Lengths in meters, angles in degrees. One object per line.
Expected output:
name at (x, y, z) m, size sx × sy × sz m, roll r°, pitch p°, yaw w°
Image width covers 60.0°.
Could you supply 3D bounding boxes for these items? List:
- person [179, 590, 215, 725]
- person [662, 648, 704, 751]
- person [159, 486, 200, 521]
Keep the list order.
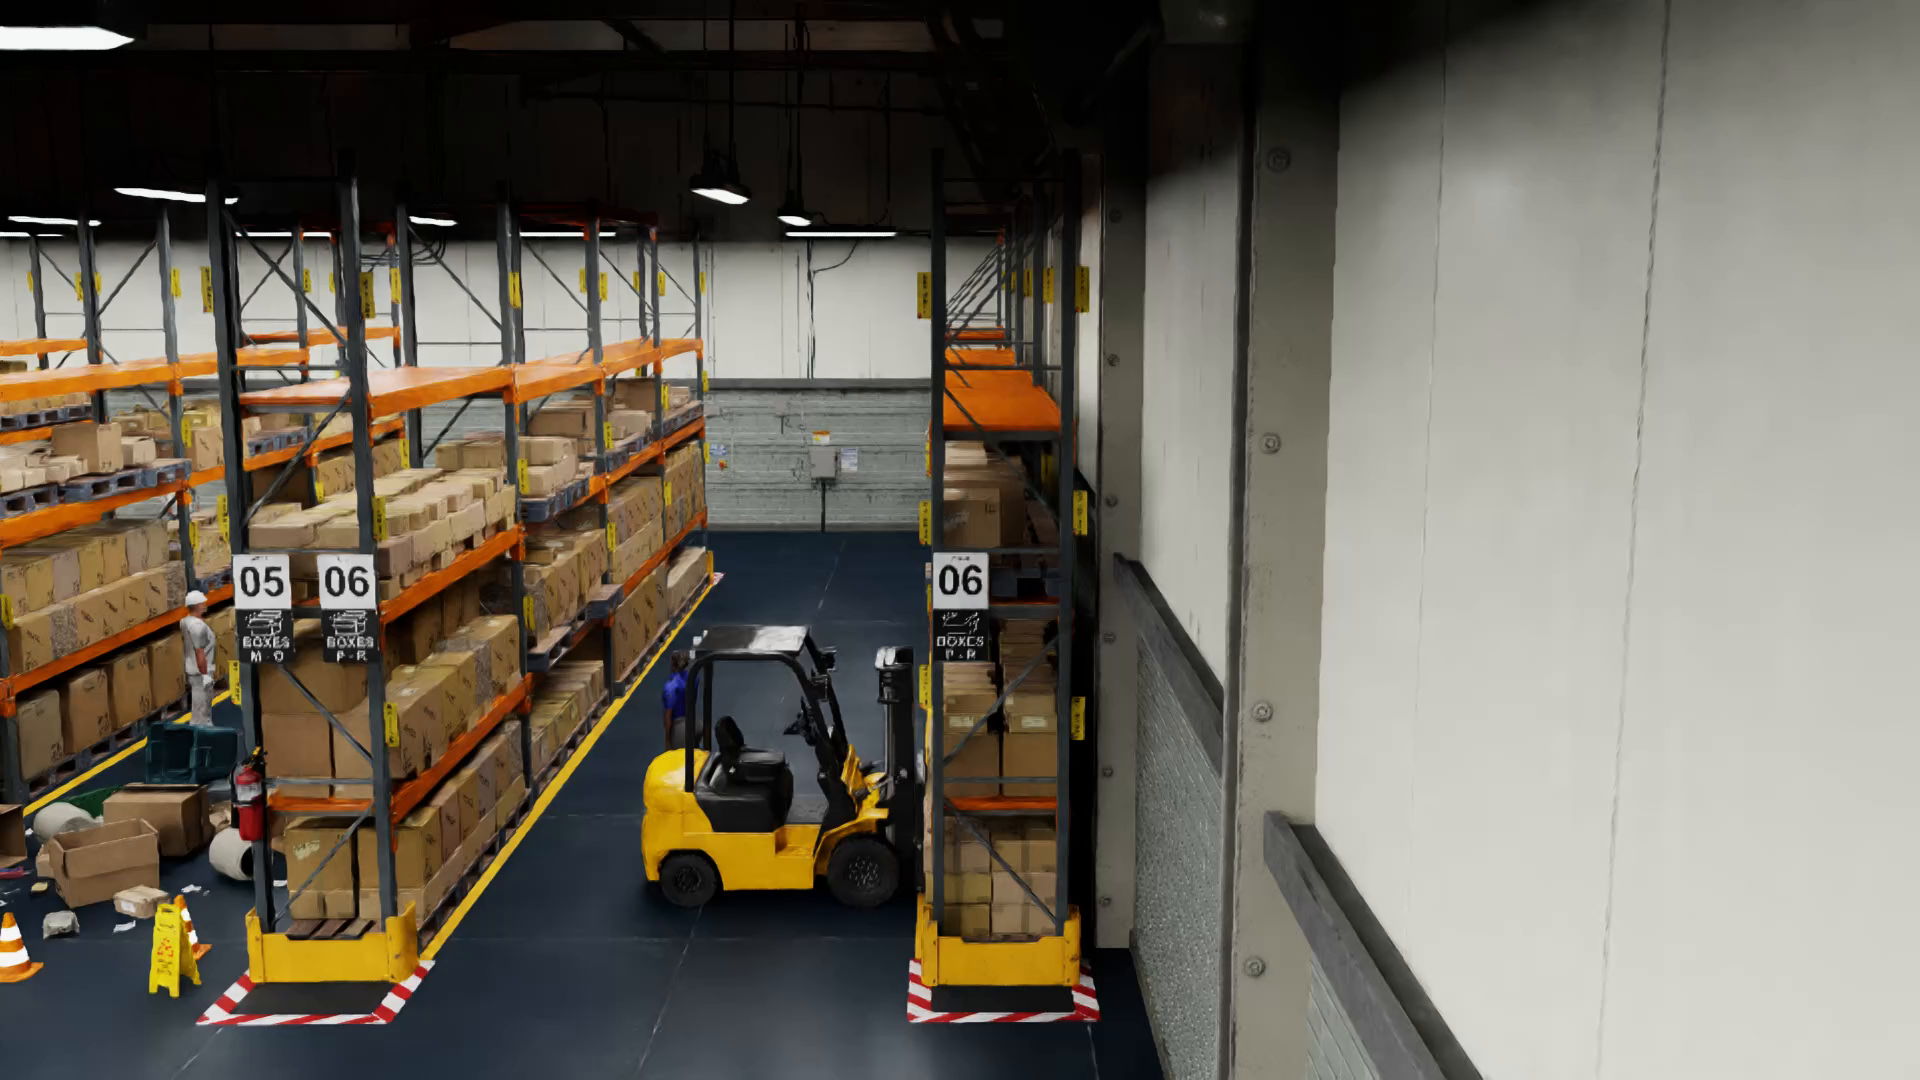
person at (-8.109, 1.423, 17.871) m, size 0.442 × 1.792 × 0.606 m, roll -6°, pitch 11°, yaw -31°
person at (-2.671, 1.836, 15.762) m, size 0.463 × 1.662 × 0.498 m, roll 5°, pitch 10°, yaw 29°
person at (-14.212, -0.539, 30.374) m, size 0.689 × 1.712 × 0.810 m, roll -3°, pitch 10°, yaw -19°
